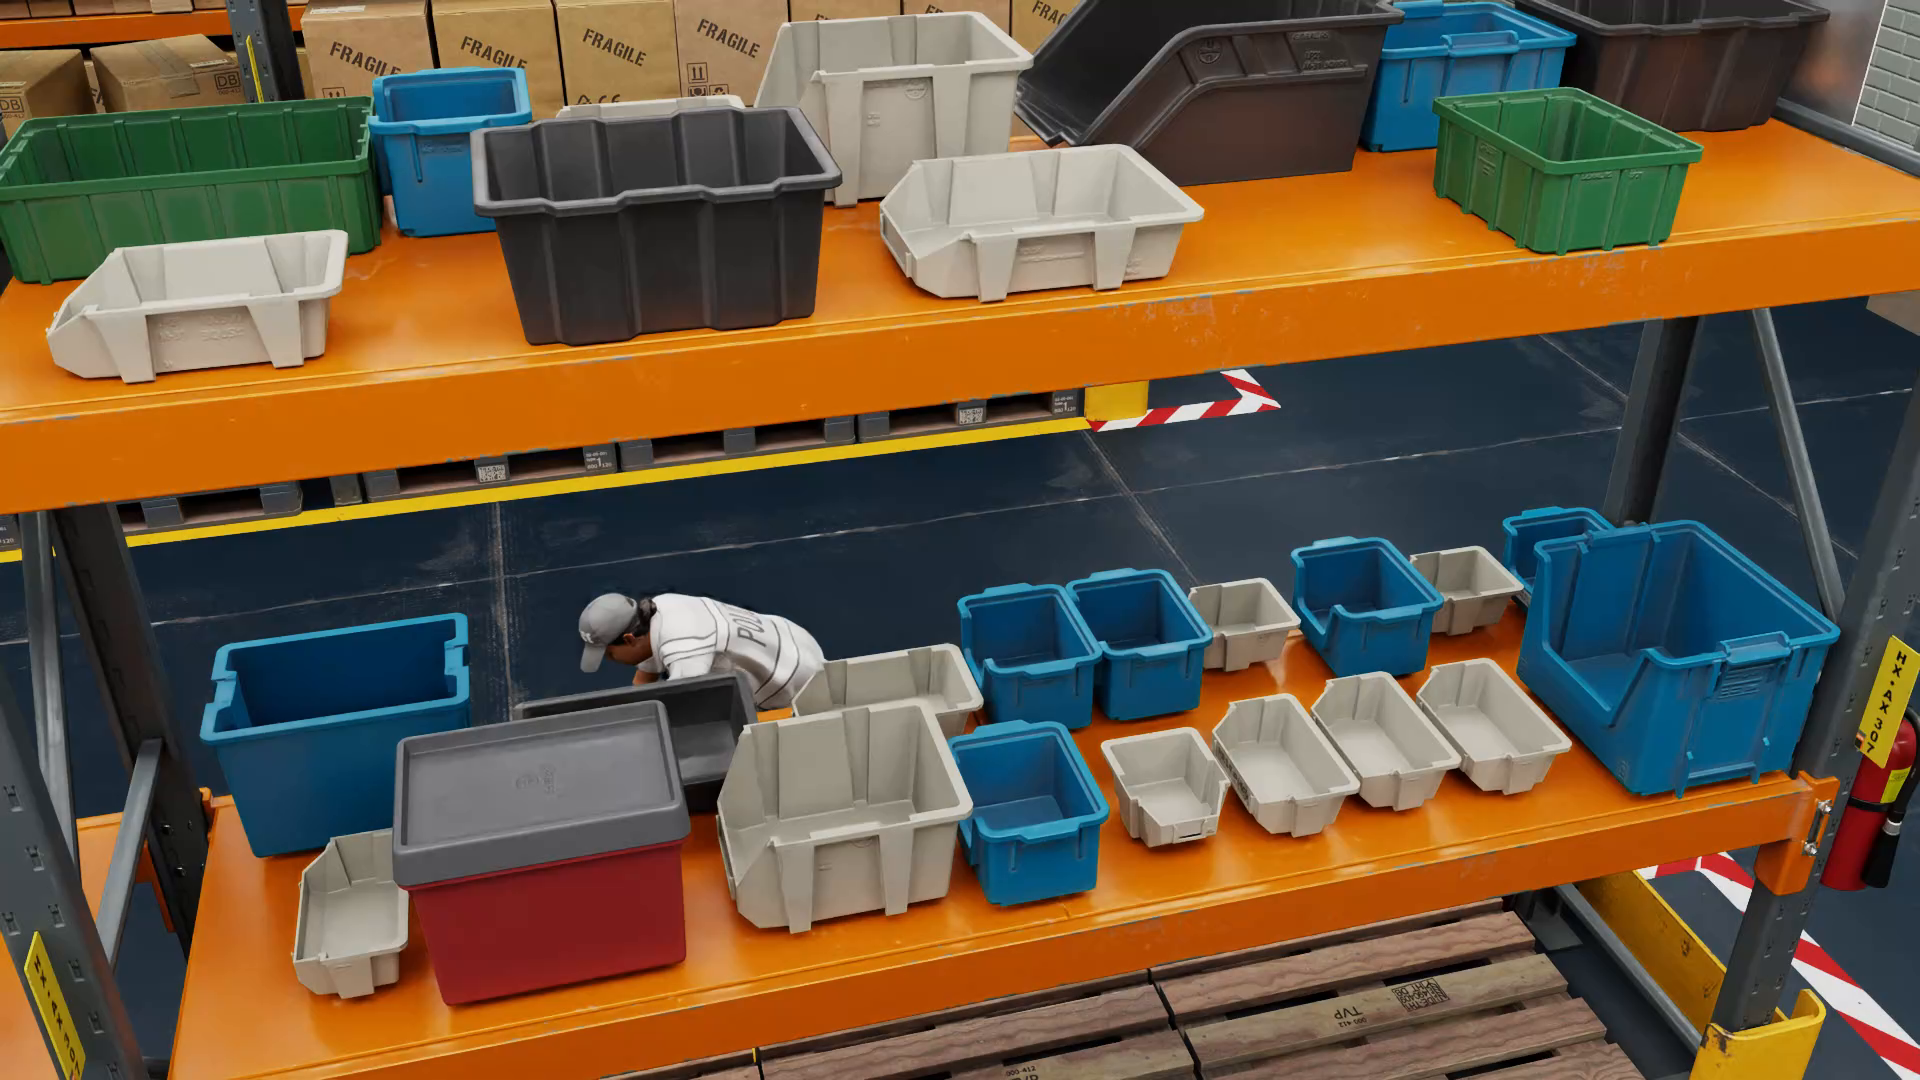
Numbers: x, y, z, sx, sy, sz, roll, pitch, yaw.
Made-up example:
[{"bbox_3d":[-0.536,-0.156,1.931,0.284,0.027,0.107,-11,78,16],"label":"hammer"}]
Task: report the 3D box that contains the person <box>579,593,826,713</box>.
[{"bbox_3d":[-0.855,0.589,5.730,0.832,1.061,0.532,-8,31,-13],"label":"person"}]
